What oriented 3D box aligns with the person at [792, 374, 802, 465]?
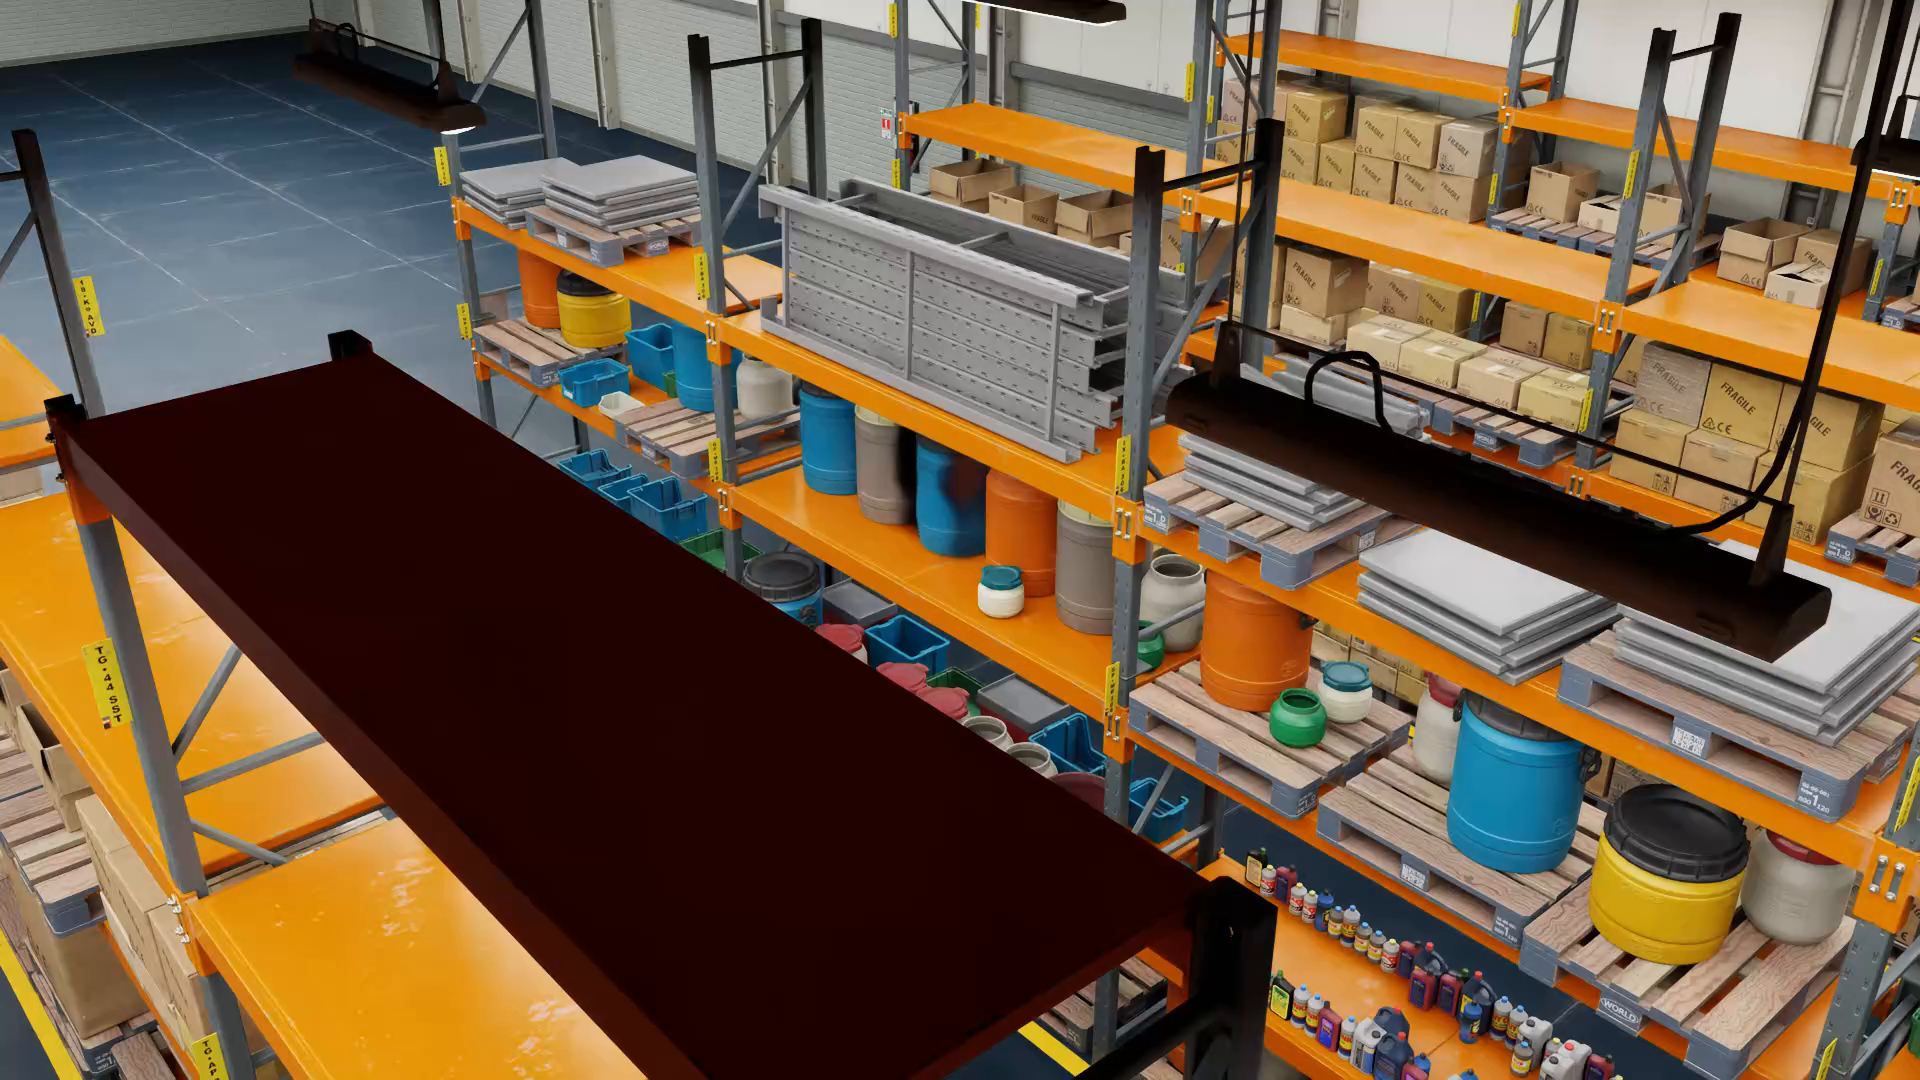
[{"bbox_3d":[-1.699,-1.265,18.170,0.387,1.740,0.574,-15,31,-27],"label":"person"}]
